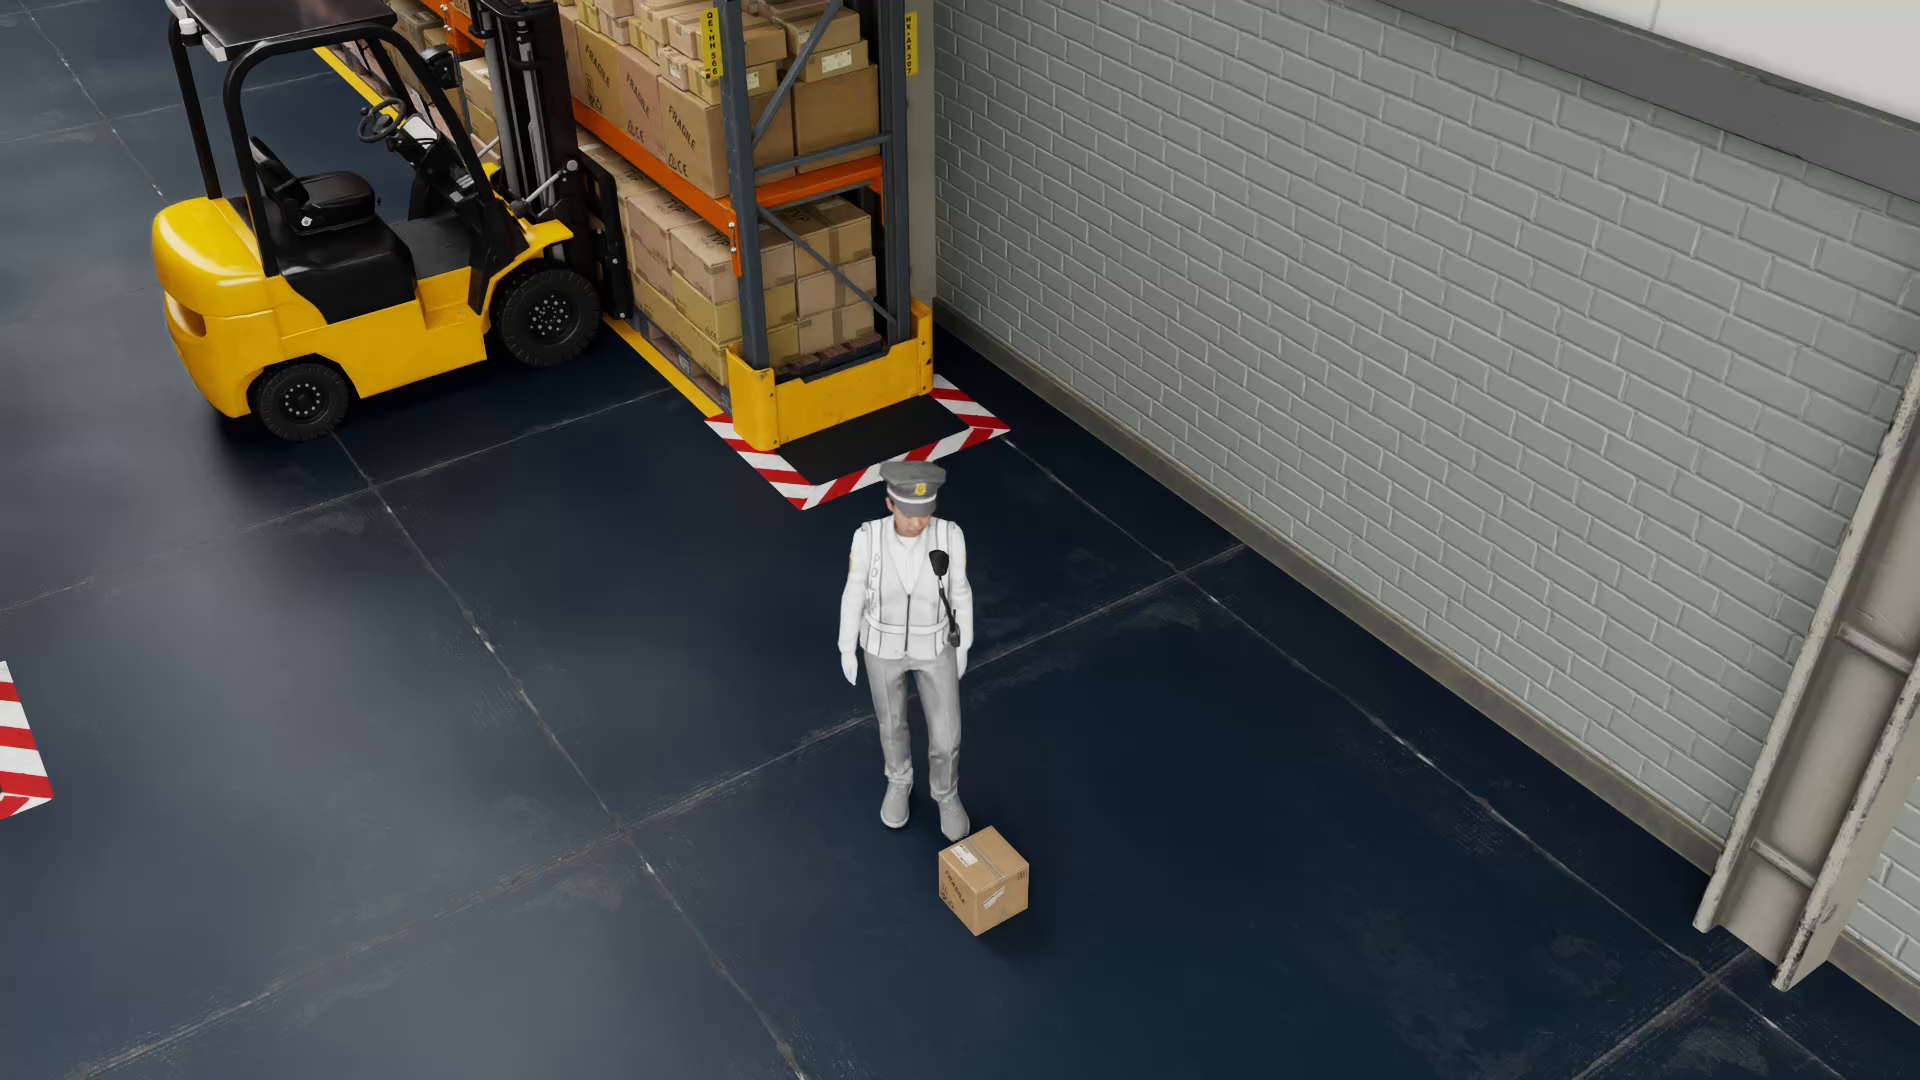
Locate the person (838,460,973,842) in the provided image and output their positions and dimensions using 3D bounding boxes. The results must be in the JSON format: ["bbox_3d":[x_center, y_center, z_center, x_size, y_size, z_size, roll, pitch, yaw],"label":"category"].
[{"bbox_3d":[-0.210,0.451,6.393,0.518,1.712,0.376,1,37,1],"label":"person"}]
